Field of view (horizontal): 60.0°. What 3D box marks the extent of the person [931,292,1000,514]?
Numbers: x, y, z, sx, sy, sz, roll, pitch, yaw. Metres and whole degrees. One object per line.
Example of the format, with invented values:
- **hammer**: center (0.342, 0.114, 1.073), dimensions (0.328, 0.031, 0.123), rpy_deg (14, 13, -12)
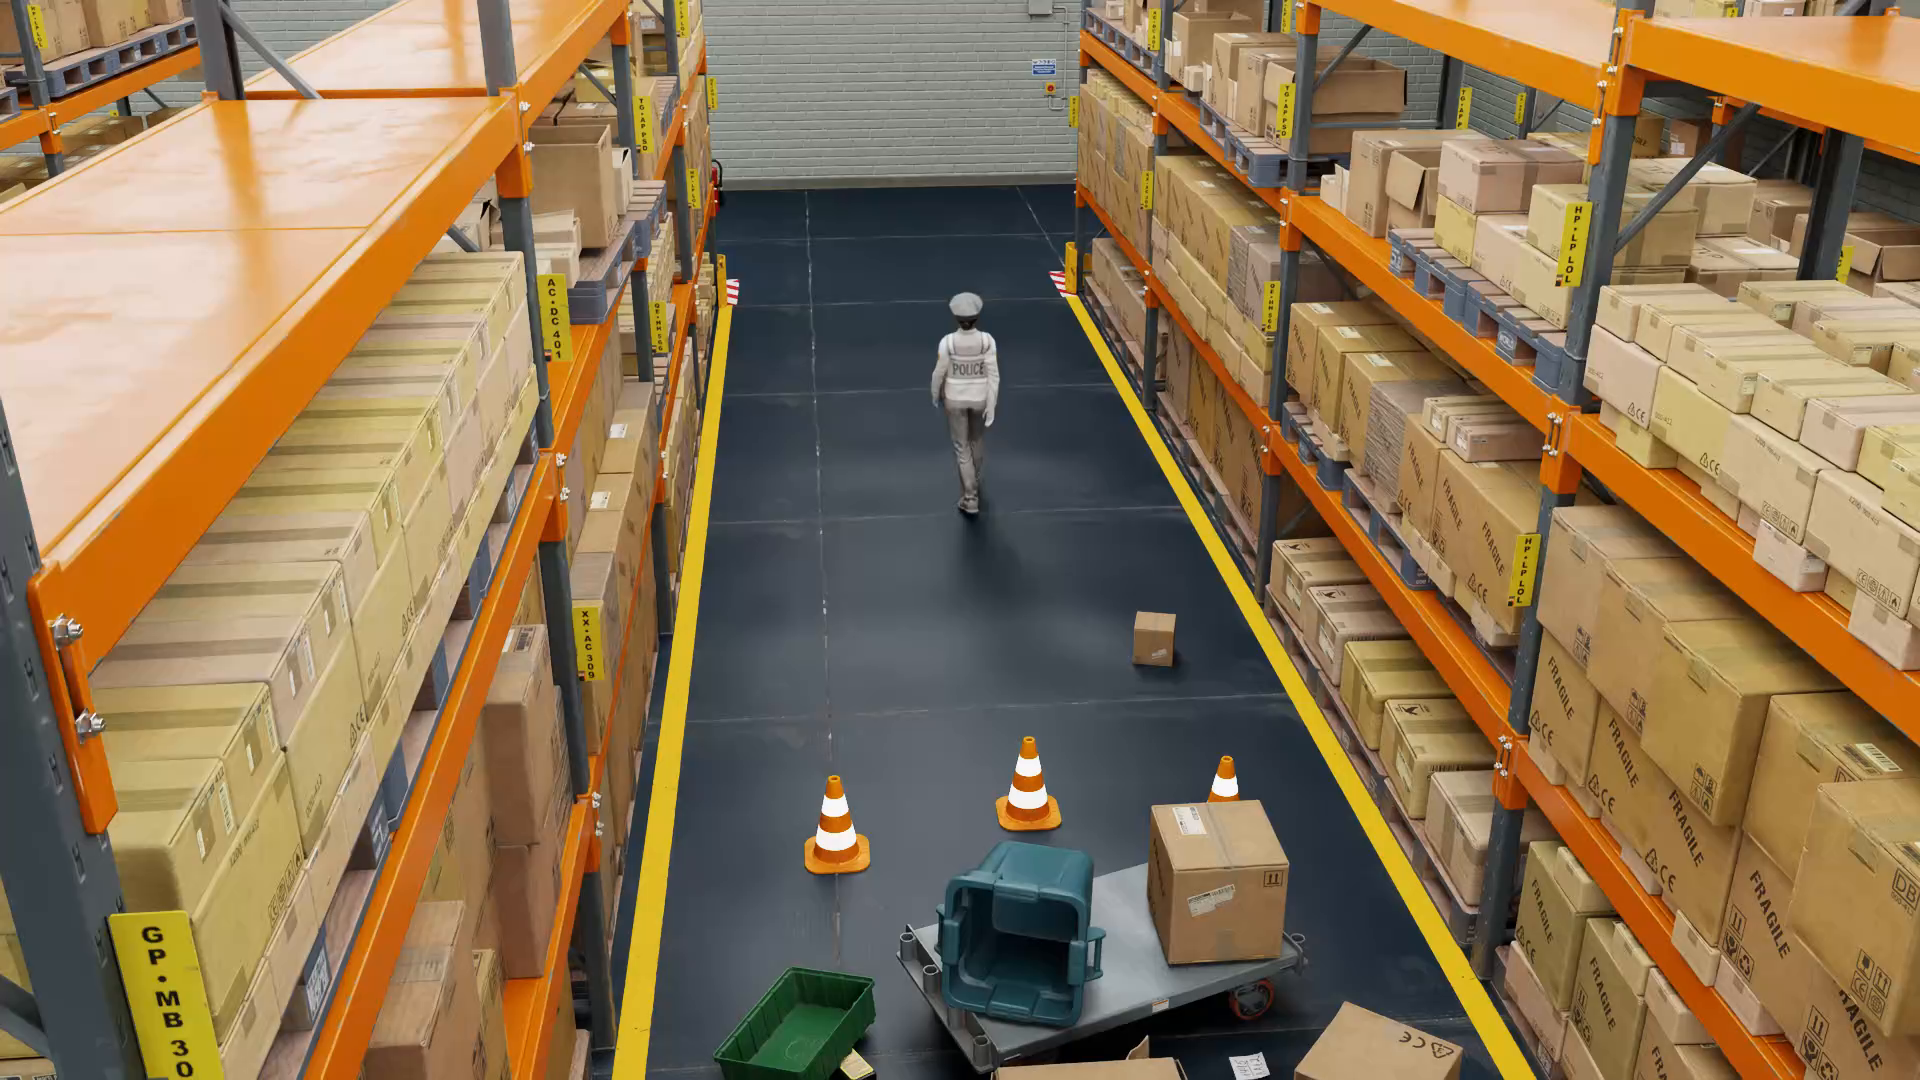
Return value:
- **person**: center (0.016, -1.086, 12.714), dimensions (0.488, 1.690, 0.829), rpy_deg (-6, 24, -12)
